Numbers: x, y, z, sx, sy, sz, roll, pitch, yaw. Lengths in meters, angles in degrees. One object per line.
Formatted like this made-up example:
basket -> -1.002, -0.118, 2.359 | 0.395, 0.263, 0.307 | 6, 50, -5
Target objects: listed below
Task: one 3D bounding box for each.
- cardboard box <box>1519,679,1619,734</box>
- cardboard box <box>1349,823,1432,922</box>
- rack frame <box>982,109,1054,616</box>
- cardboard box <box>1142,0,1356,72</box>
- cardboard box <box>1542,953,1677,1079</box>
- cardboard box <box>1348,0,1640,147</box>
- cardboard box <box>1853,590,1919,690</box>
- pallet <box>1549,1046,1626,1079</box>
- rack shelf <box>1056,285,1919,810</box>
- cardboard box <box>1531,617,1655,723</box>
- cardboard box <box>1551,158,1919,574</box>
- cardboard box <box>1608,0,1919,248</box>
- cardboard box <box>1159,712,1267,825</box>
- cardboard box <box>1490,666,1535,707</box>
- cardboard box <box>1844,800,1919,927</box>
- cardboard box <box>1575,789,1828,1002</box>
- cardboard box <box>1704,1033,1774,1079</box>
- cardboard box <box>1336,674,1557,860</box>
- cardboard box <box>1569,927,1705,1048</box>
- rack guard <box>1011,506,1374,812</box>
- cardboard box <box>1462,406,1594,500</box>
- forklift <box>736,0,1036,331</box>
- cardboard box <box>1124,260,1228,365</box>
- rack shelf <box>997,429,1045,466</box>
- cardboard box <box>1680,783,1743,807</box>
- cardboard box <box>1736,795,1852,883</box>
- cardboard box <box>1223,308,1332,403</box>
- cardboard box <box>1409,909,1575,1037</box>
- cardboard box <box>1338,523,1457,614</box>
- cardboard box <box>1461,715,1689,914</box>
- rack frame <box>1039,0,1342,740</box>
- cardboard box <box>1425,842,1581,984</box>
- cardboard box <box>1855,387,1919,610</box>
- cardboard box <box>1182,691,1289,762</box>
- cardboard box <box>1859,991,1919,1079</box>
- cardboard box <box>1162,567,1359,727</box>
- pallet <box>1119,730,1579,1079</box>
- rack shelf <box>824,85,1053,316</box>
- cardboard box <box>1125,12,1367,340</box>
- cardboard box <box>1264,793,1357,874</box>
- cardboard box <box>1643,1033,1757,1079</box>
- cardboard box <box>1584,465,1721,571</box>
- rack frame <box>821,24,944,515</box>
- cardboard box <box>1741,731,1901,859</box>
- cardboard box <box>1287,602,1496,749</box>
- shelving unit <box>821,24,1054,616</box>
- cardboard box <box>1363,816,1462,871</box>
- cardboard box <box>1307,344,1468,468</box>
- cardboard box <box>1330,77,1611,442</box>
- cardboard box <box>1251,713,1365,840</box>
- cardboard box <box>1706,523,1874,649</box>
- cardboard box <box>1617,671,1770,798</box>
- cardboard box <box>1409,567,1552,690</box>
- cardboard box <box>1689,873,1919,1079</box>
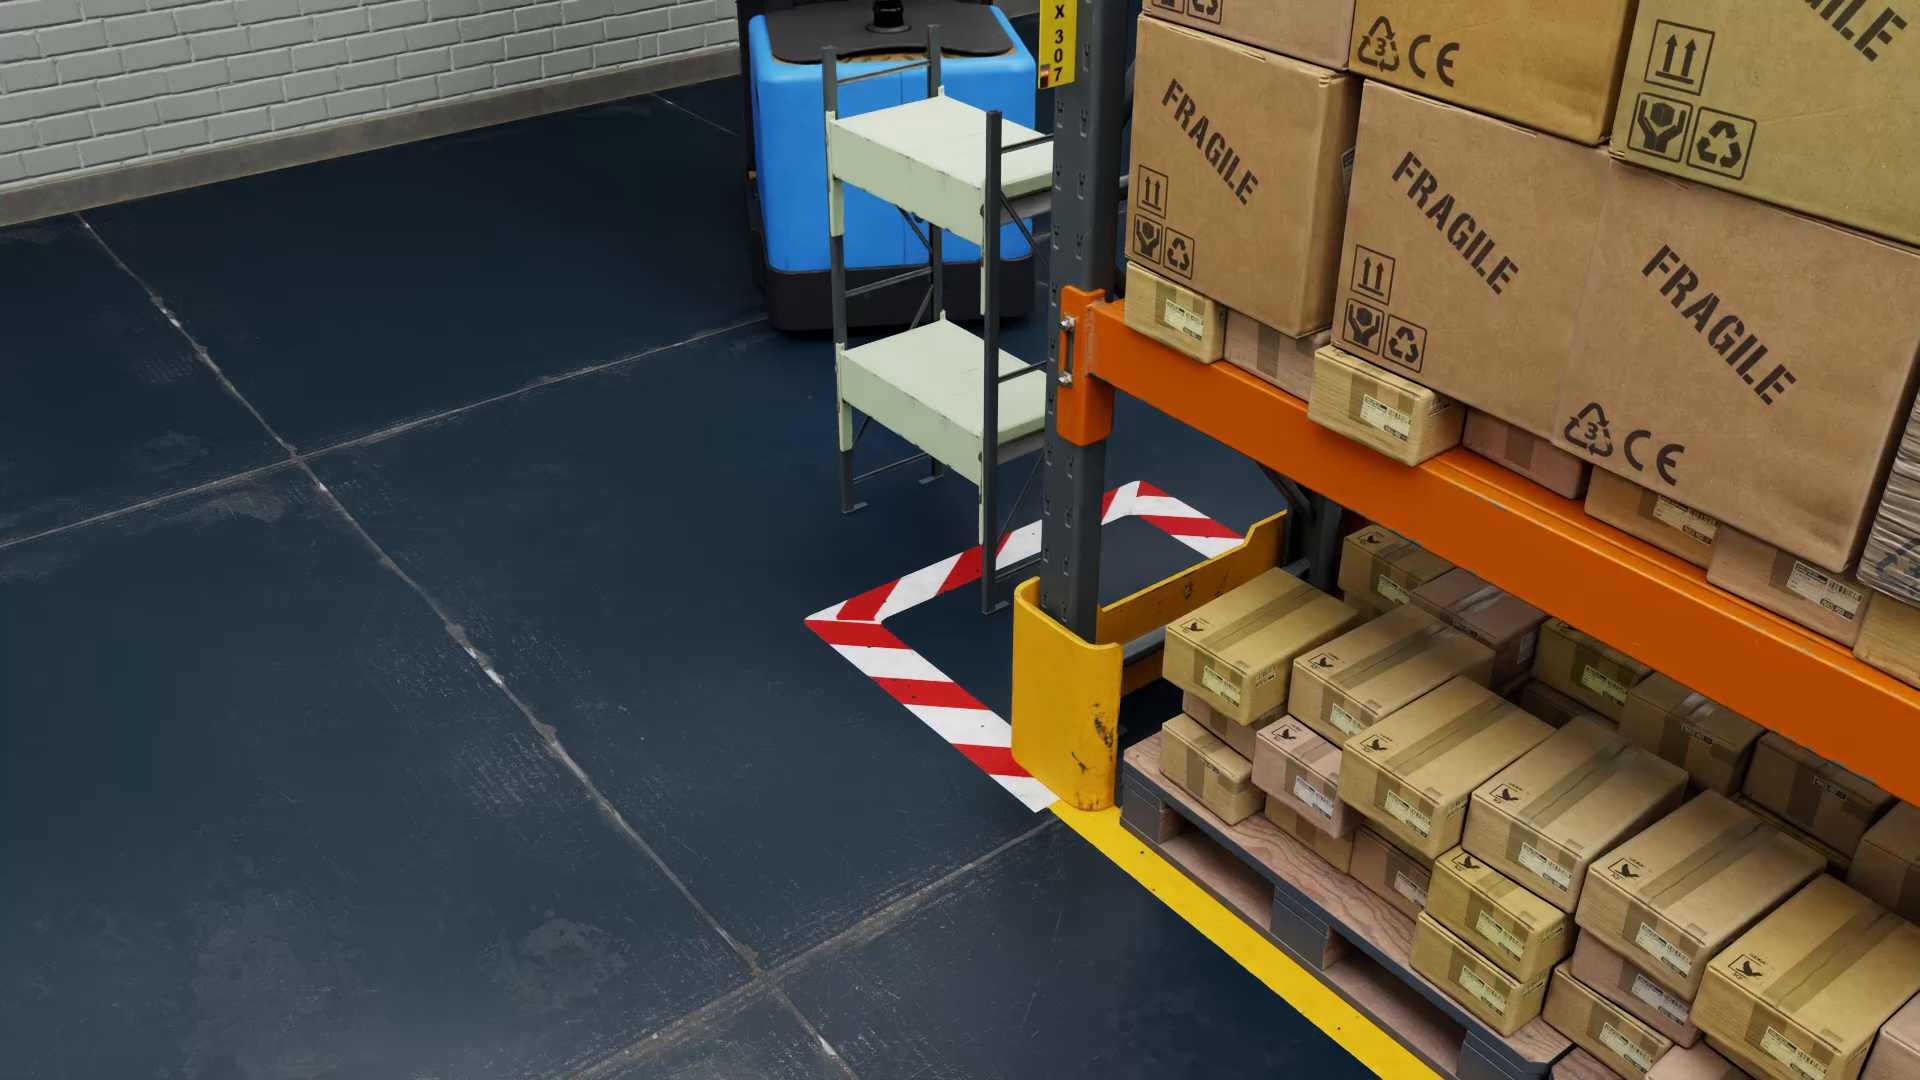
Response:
cardboard box -> 1.496, 0.377, 3.822 | 0.380, 0.149, 0.250 | -24, 39, -33
cardboard box -> 1.079, 0.666, 3.639 | 0.380, 0.149, 0.250 | -22, 38, -31
rack frame -> 0.229, -0.482, 4.604 | 0.400, 1.500, 0.023 | -22, 38, -31
cardboard box -> 0.693, -1.193, 3.004 | 0.500, 0.500, 0.500 | -23, 38, -32
cardboard box -> 1.380, 0.883, 3.289 | 0.380, 0.149, 0.250 | -22, 38, -31
cardboard box -> 1.007, -0.985, 2.669 | 0.500, 0.500, 0.500 | -21, 38, -30
cardboard box -> 1.564, 0.109, 2.470 | 0.380, 0.149, 0.250 | -21, 37, -30
pallet -> 1.888, 1.202, 3.115 | 1.003, 0.211, 1.213 | -22, 38, -31
rack shelf -> 1.854, 0.266, 2.660 | 1.077, 0.370, 4.000 | -22, 38, -31
cardboard box -> 1.520, 0.236, 3.767 | 0.380, 0.149, 0.250 | -23, 39, -32
cardboard box -> 1.323, -0.342, 2.581 | 0.500, 0.500, 0.500 | -22, 38, -31
cardboard box -> 1.309, -0.761, 2.308 | 0.500, 0.500, 0.500 | -23, 39, -32
cardboard box -> 0.696, 0.482, 3.935 | 0.380, 0.149, 0.250 | -21, 38, -30
cardboard box -> 1.294, 0.287, 3.966 | 0.380, 0.149, 0.250 | -23, 39, -32
cardboard box -> 1.911, 0.604, 3.175 | 0.380, 0.149, 0.250 | -24, 39, -33
cardboard box -> 1.378, 0.653, 3.096 | 0.380, 0.149, 0.250 | -21, 37, -30
cardboard box -> 1.598, 0.862, 3.041 | 0.380, 0.149, 0.250 | -20, 37, -29
cardboard box -> 0.998, 0.458, 3.410 | 0.380, 0.149, 0.250 | -22, 38, -32
cardboard box -> 1.399, 0.763, 3.201 | 0.380, 0.149, 0.250 | -24, 39, -34
rack guard -> 0.674, 0.221, 4.421 | 1.175, 0.500, 0.348 | -22, 38, -31
cardboard box -> 1.146, -0.239, 3.030 | 0.380, 0.149, 0.250 | -20, 37, -29
forklift -> -0.439, -2.786, 7.019 | 1.129, 2.867, 3.031 | -5, 32, -7
cardboard box -> 0.567, -0.525, 3.490 | 0.380, 0.149, 0.250 | -23, 38, -32
rack shelf -> 0.004, -0.418, 4.984 | 0.332, 0.071, 0.664 | -22, 38, -31
cardboard box -> 1.580, 0.522, 3.588 | 0.380, 0.149, 0.250 | -23, 38, -32
cardboard box -> 1.824, 0.589, 3.481 | 0.380, 0.149, 0.250 | -22, 38, -31
cardboard box -> 0.756, -0.432, 3.341 | 0.380, 0.149, 0.250 | -21, 37, -30
cardboard box -> 1.149, 0.808, 3.411 | 0.380, 0.149, 0.250 | -22, 38, -31
cardboard box -> 1.152, 0.046, 4.073 | 0.380, 0.149, 0.250 | -22, 38, -31
cardboard box -> 1.215, 0.534, 3.287 | 0.380, 0.149, 0.250 | -24, 39, -34
rack frame -> 0.627, -0.873, 3.812 | 1.000, 3.000, 0.127 | -22, 38, -31
cardboard box -> 1.161, 0.683, 3.330 | 0.380, 0.149, 0.250 | -21, 38, -30
cardboard box -> 1.641, -0.132, 2.242 | 0.500, 0.500, 0.500 | -23, 39, -33
cardboard box -> 0.746, 0.335, 3.890 | 0.380, 0.149, 0.250 | -21, 37, -29
cardboard box -> 1.733, 0.851, 2.776 | 0.380, 0.149, 0.250 | -22, 38, -31
cardboard box -> 0.680, 0.235, 3.768 | 0.380, 0.149, 0.250 | -24, 39, -33
pallet -> 1.144, 0.693, 3.933 | 1.003, 0.211, 1.213 | -22, 38, -31
rack shelf -> 0.004, -0.966, 4.644 | 0.431, 0.370, 0.720 | -22, 38, -31
cardboard box -> 0.684, -0.765, 3.262 | 0.500, 0.500, 0.500 | -20, 37, -29
cardboard box -> 0.921, 0.564, 3.802 | 0.380, 0.149, 0.250 | -22, 38, -32
cardboard box -> 1.465, 1.015, 3.077 | 0.380, 0.149, 0.250 | -24, 39, -34
cardboard box -> 1.293, -0.118, 2.835 | 0.380, 0.149, 0.250 | -23, 38, -32
rack frame -> -0.220, -0.787, 5.095 | 0.400, 1.500, 0.023 | -22, 38, -31
cardboard box -> 1.837, 0.458, 3.409 | 0.380, 0.149, 0.250 | -21, 37, -30
cardboard box -> 0.944, 0.311, 3.646 | 0.380, 0.149, 0.250 | -22, 38, -31
shelving unit -> 0.004, -0.634, 4.850 | 0.431, 1.500, 0.755 | -22, 38, -31
cardboard box -> 1.089, 0.541, 3.559 | 0.380, 0.149, 0.250 | -22, 38, -31
cardboard box -> 0.878, -0.303, 3.133 | 0.380, 0.149, 0.250 | -23, 39, -33
cardboard box -> 1.033, -0.550, 2.916 | 0.500, 0.500, 0.500 | -22, 38, -31
cardboard box -> 0.869, 0.467, 3.677 | 0.380, 0.149, 0.250 | -22, 38, -32
cardboard box -> 1.422, -0.006, 2.655 | 0.380, 0.149, 0.250 | -23, 39, -32
cardboard box -> 1.629, 0.364, 3.561 | 0.380, 0.149, 0.250 | -24, 39, -33
cardboard box -> 1.261, 0.169, 3.875 | 0.380, 0.149, 0.250 | -21, 38, -30
cardboard box -> 1.503, 0.777, 2.895 | 0.380, 0.149, 0.250 | -22, 38, -31
